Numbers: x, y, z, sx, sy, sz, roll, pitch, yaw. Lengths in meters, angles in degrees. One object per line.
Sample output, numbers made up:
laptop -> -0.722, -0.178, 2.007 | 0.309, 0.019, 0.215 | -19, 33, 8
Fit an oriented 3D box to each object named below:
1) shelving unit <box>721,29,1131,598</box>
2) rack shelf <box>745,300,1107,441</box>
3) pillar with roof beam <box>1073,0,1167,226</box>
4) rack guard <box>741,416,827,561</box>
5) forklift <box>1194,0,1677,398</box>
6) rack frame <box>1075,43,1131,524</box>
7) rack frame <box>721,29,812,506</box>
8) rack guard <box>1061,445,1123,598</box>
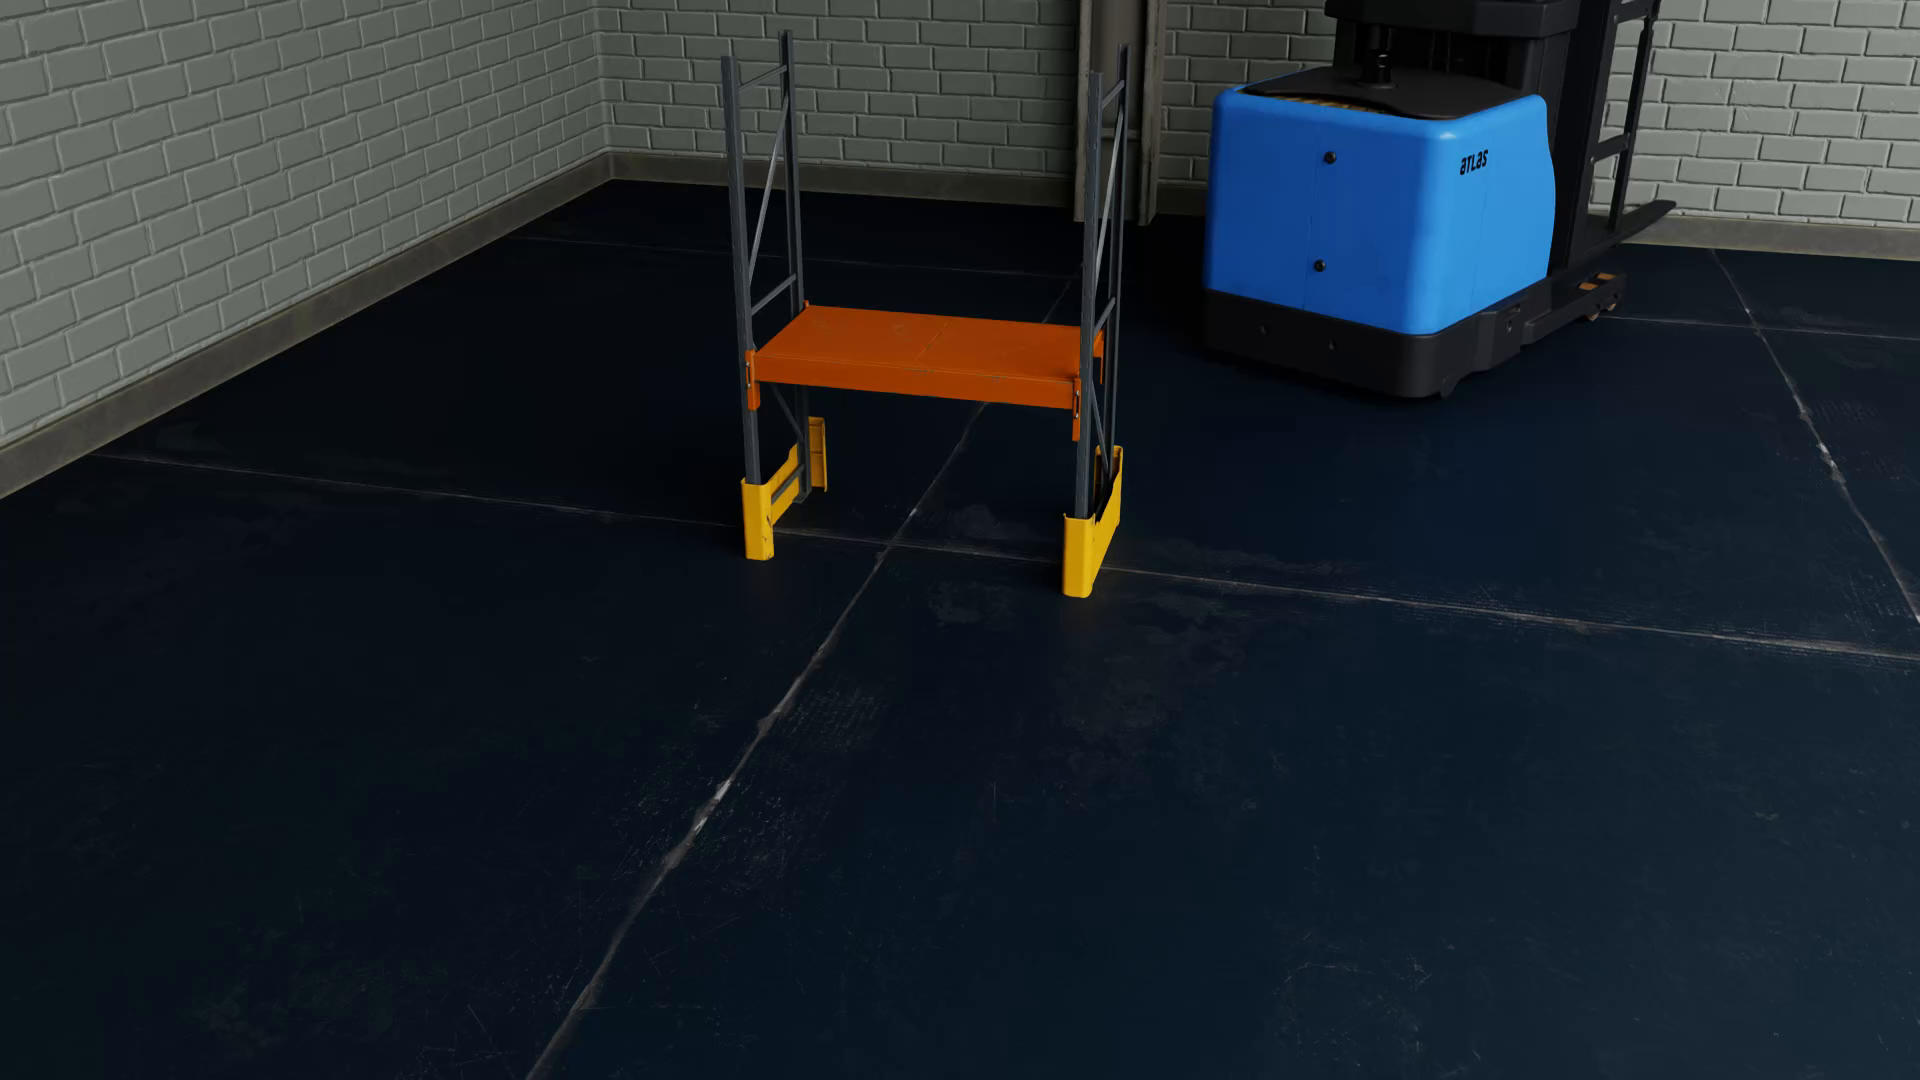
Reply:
shelving unit -> -0.074, -0.685, 4.945 | 1.083, 1.500, 0.587 | 6, 26, 13
rack shelf -> -0.083, -0.524, 5.024 | 1.000, 0.185, 0.538 | 6, 26, 13
pillar with roof beam -> -0.244, -4.000, 3.182 | 0.400, 9.000, 9.100 | 6, 26, 13
rack guard -> -0.556, -0.174, 5.325 | 0.087, 0.250, 0.587 | 6, 26, 13
forklift -> 2.305, -2.406, 6.893 | 1.130, 2.935, 3.031 | 21, 32, 37
rack frame -> 0.410, -0.632, 4.832 | 0.032, 1.500, 0.500 | 6, 26, 13
rack frame -> -0.575, -0.741, 5.061 | 0.032, 1.500, 0.500 | 6, 26, 13
rack guard -> 0.408, -0.068, 5.101 | 0.087, 0.250, 0.587 | 6, 26, 13
